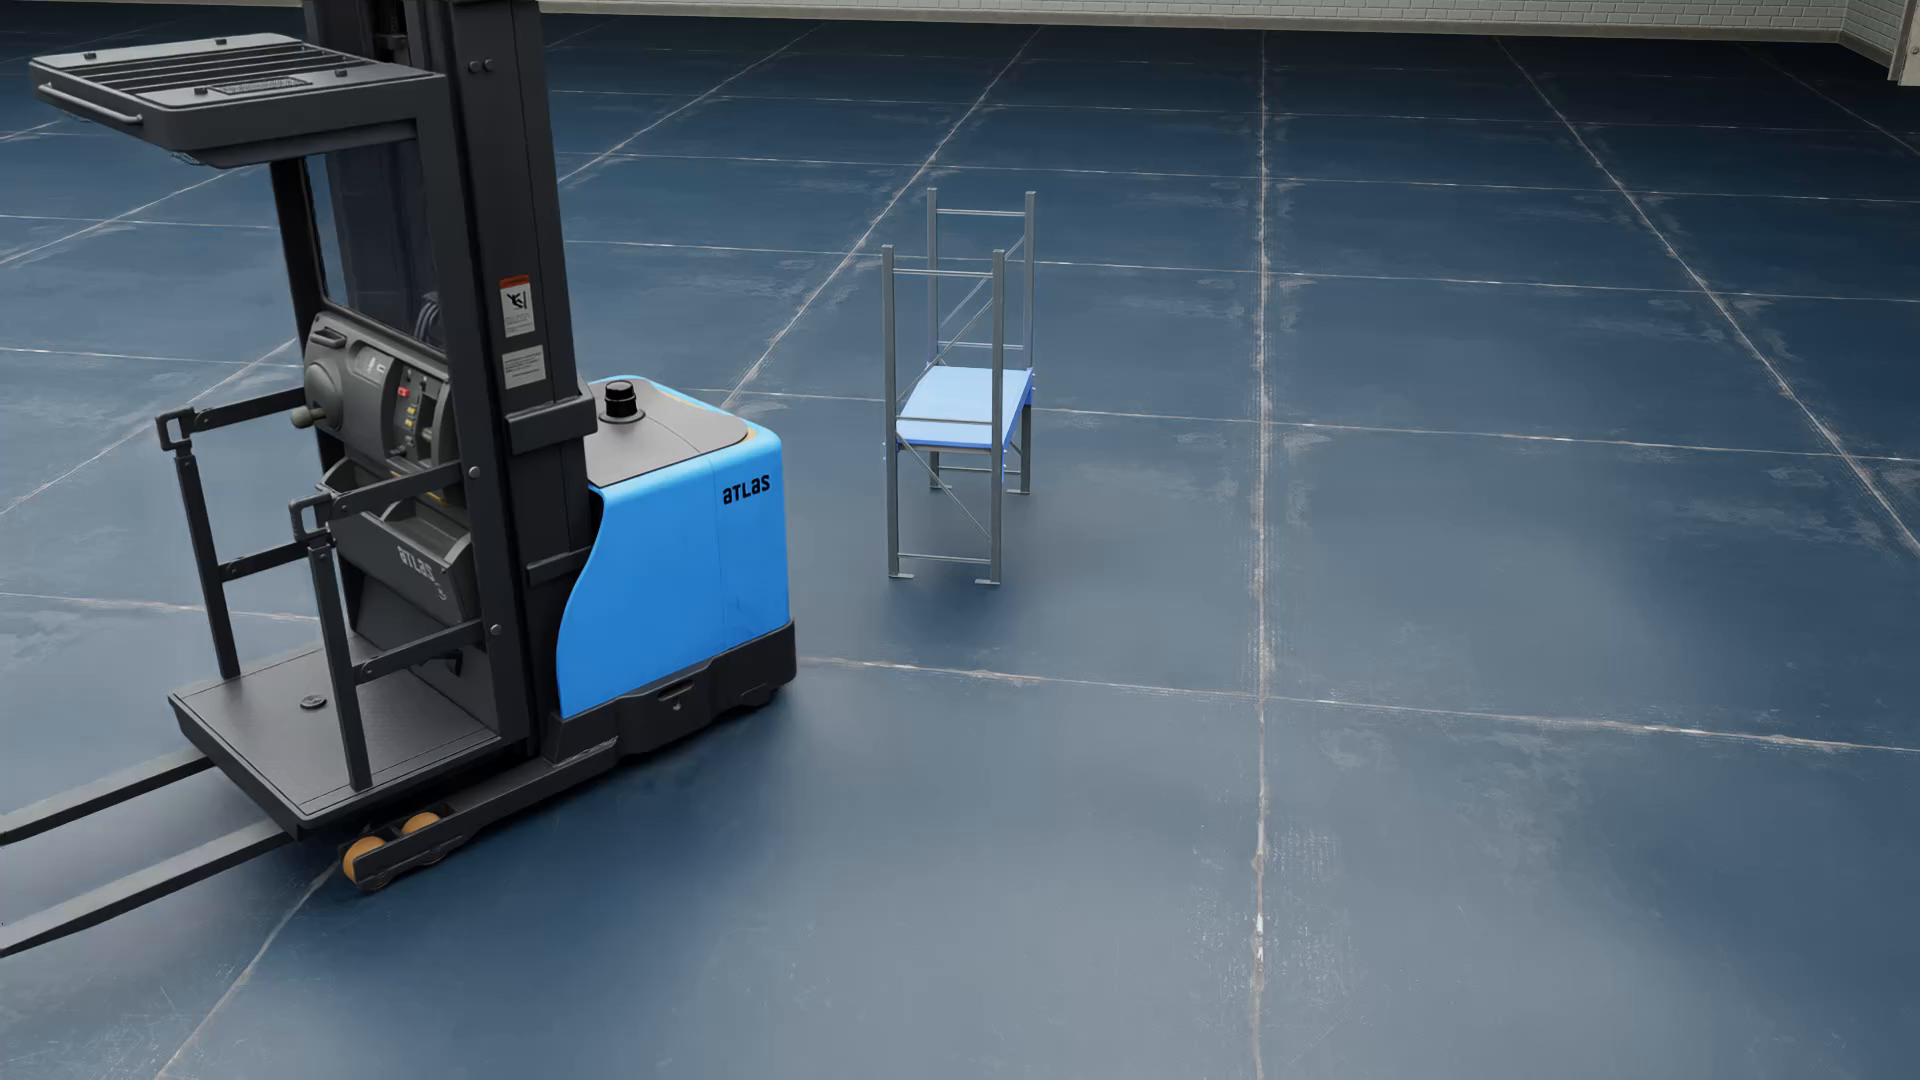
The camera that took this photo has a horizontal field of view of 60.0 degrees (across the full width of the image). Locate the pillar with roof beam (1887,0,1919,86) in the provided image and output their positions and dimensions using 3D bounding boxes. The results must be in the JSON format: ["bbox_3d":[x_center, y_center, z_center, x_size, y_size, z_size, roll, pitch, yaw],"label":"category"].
[{"bbox_3d":[6.461,-9.542,17.522,9.100,9.000,0.400,4,25,9],"label":"pillar with roof beam"}]

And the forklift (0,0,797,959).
[{"bbox_3d":[-2.040,-0.450,5.255,3.031,2.935,1.130,-23,33,-39],"label":"forklift"}]

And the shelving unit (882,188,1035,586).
[{"bbox_3d":[0.014,-0.715,7.508,0.538,1.500,1.048,4,25,9],"label":"shelving unit"}]

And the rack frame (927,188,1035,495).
[{"bbox_3d":[0.097,-0.928,7.962,0.500,1.500,0.032,4,25,9],"label":"rack frame"}]

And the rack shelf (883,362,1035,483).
[{"bbox_3d":[0.014,-0.552,7.585,0.538,0.185,1.000,4,25,9],"label":"rack shelf"}]

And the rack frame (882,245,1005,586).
[{"bbox_3d":[-0.069,-0.502,7.054,0.500,1.500,0.032,4,25,9],"label":"rack frame"}]
